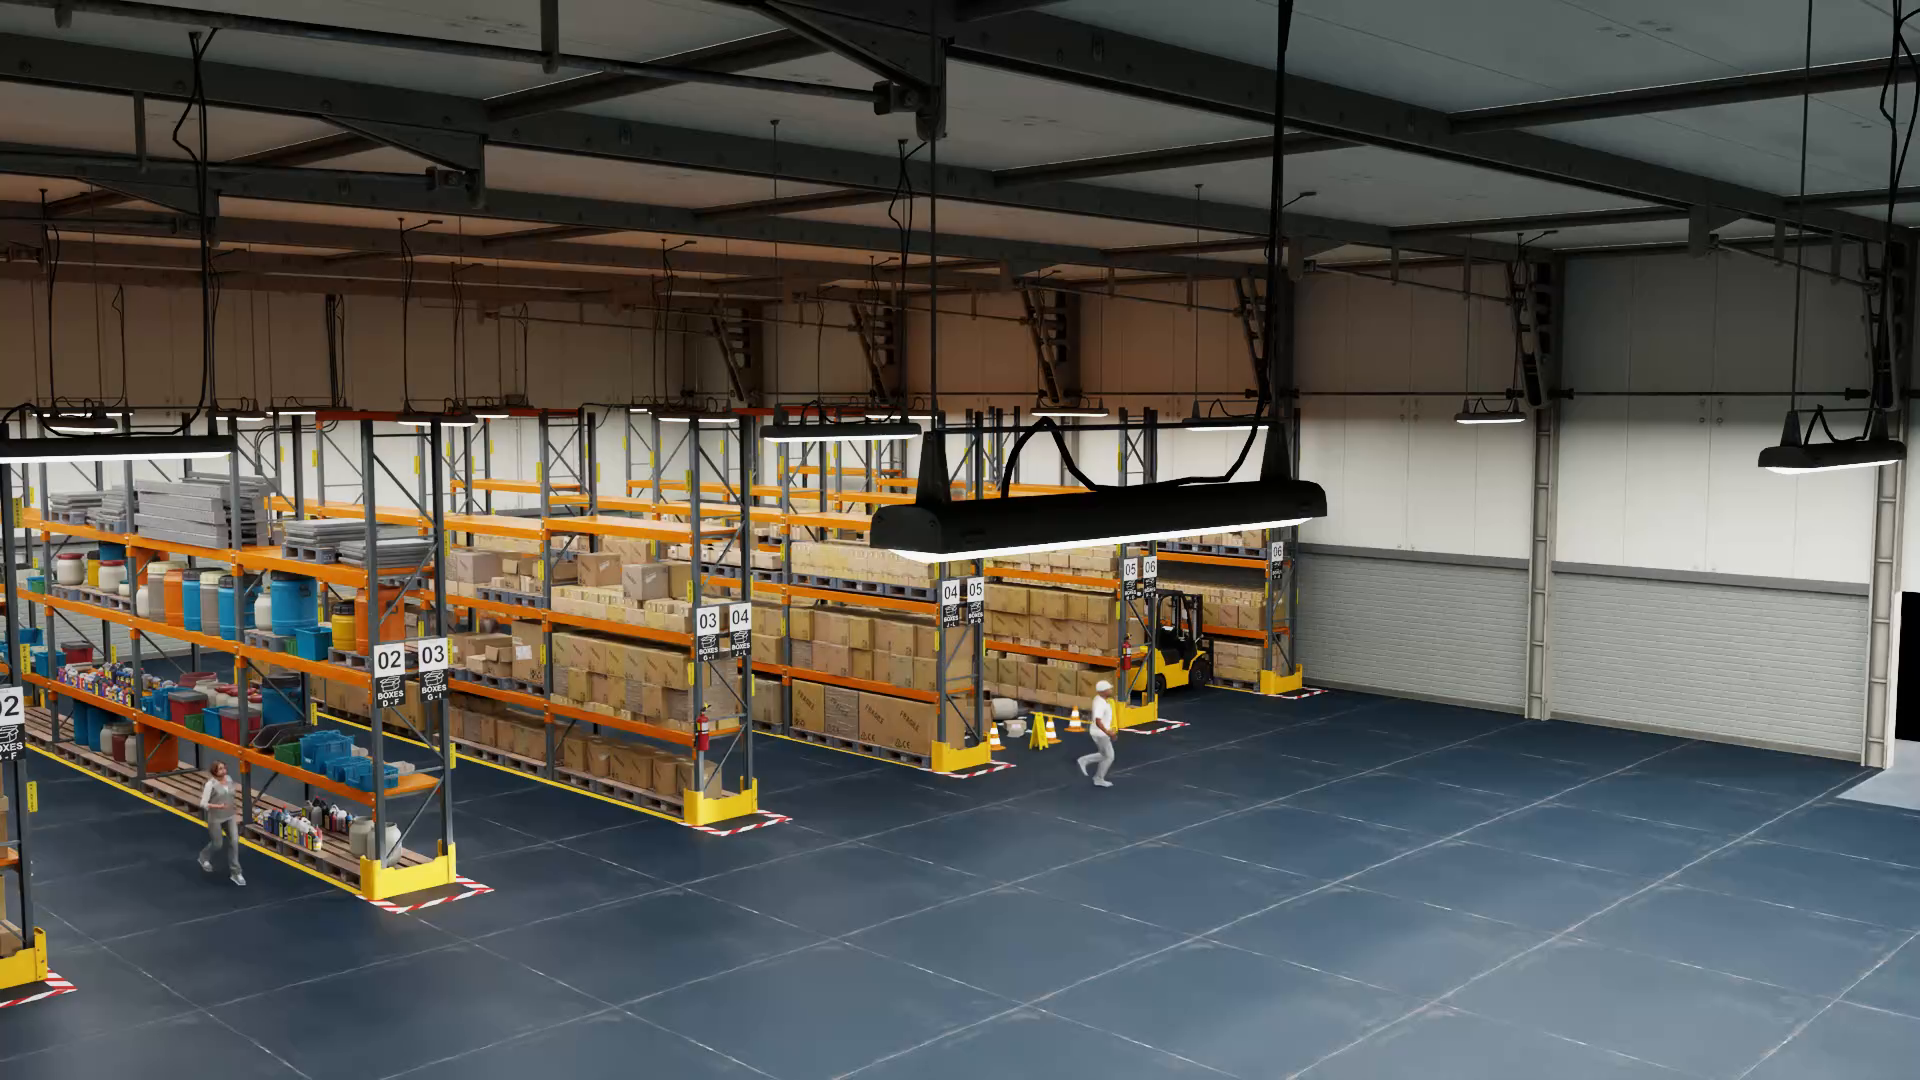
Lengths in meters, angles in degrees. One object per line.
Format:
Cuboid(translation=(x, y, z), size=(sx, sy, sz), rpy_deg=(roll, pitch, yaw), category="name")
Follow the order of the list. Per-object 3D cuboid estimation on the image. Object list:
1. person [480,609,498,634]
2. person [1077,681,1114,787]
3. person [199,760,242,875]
Cuboid(translation=(-10.139, 2.303, 35.612), size=(0.662, 1.783, 0.924), rpy_deg=(-4, 6, -38), category="person")
Cuboid(translation=(2.182, 3.113, 26.787), size=(0.579, 1.711, 0.665), rpy_deg=(0, 5, 1), category="person")
Cuboid(translation=(-9.579, 3.569, 21.489), size=(0.769, 1.496, 0.538), rpy_deg=(3, 6, 34), category="person")
